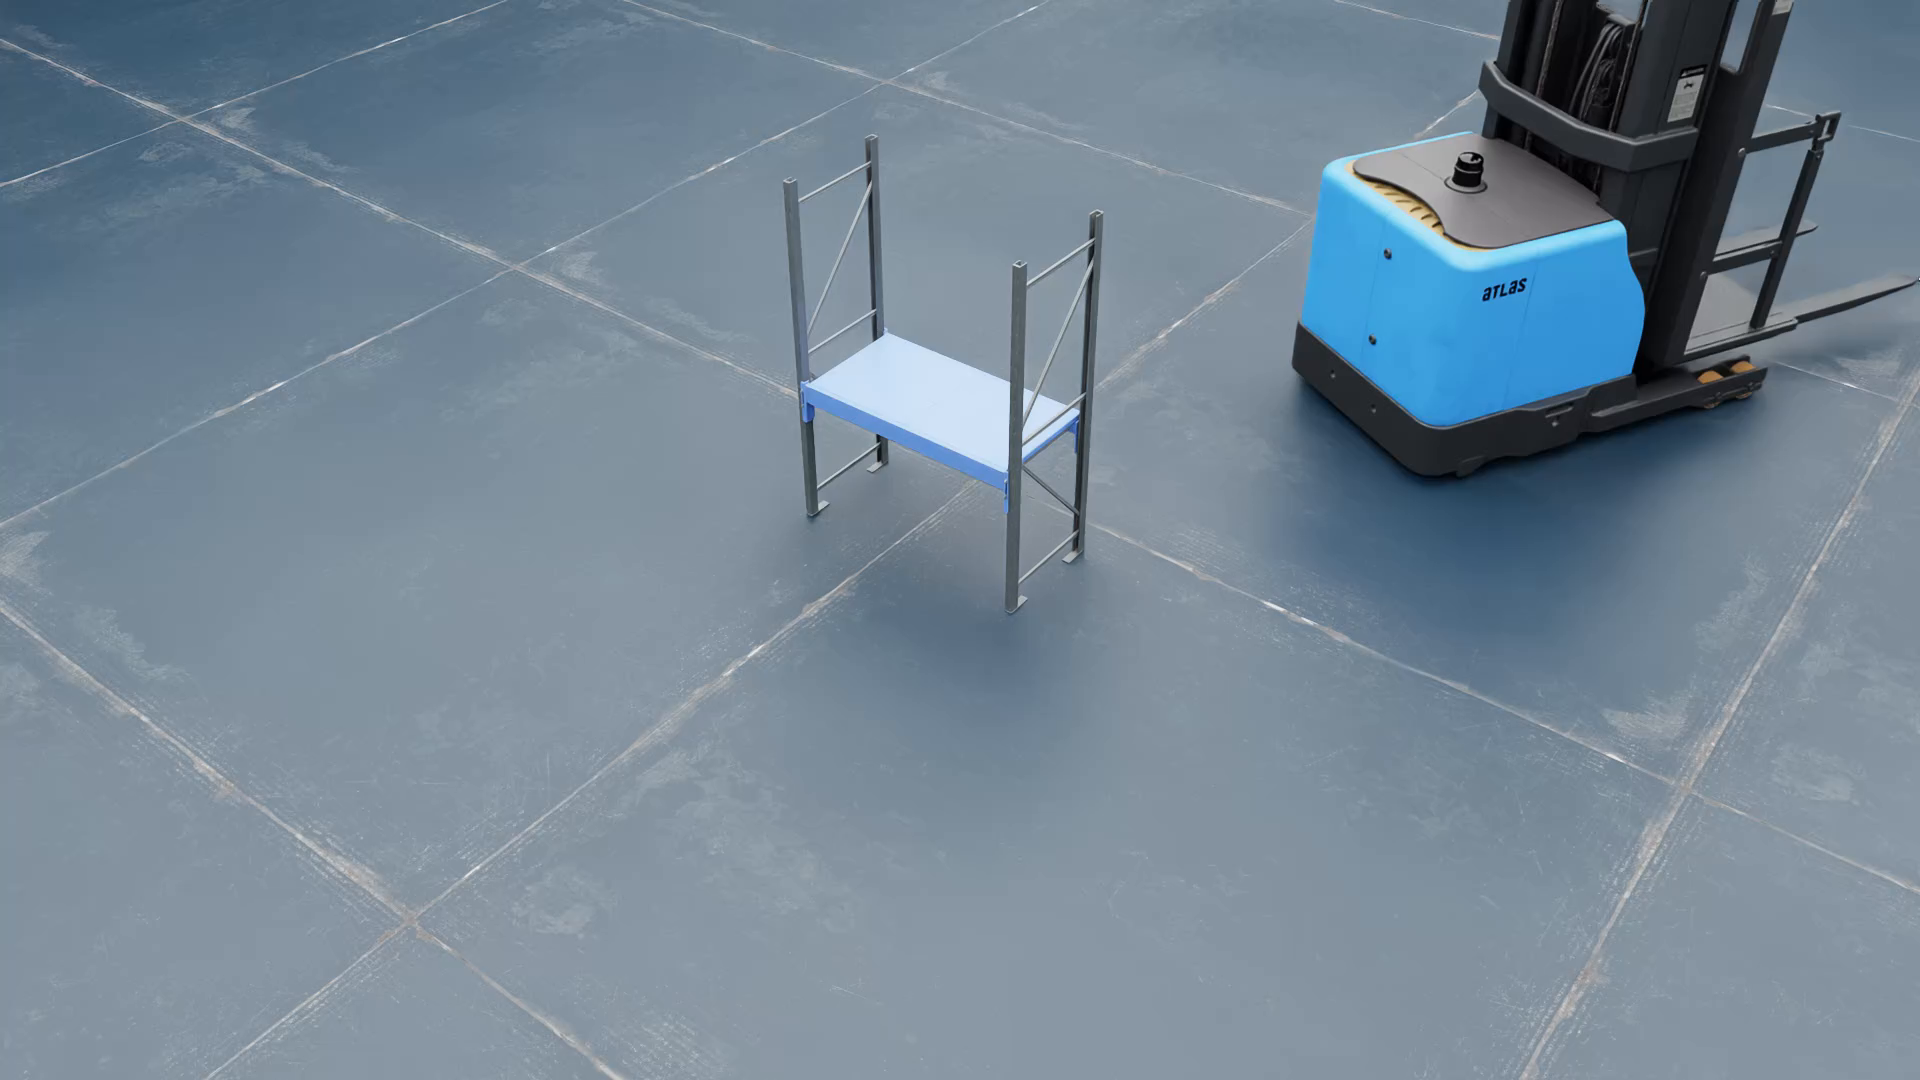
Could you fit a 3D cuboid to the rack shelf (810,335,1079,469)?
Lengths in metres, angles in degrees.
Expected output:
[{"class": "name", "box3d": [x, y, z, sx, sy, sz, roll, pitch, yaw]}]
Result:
[{"class": "rack shelf", "box3d": [-0.068, -0.519, 6.409, 0.952, 0.062, 0.459, 25, 45, 29]}]

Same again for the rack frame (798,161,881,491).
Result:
[{"class": "rack frame", "box3d": [-0.473, -0.812, 6.571, 0.013, 1.308, 0.475, 25, 45, 29]}]

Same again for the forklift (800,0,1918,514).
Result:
[{"class": "forklift", "box3d": [8.675, -0.806, 4.860, 15.967, 3.598, 10.324, -16, 41, -19]}]

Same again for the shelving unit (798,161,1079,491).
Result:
[{"class": "shelving unit", "box3d": [-0.084, -0.629, 6.337, 0.991, 1.308, 0.475, 25, 45, 29]}]
